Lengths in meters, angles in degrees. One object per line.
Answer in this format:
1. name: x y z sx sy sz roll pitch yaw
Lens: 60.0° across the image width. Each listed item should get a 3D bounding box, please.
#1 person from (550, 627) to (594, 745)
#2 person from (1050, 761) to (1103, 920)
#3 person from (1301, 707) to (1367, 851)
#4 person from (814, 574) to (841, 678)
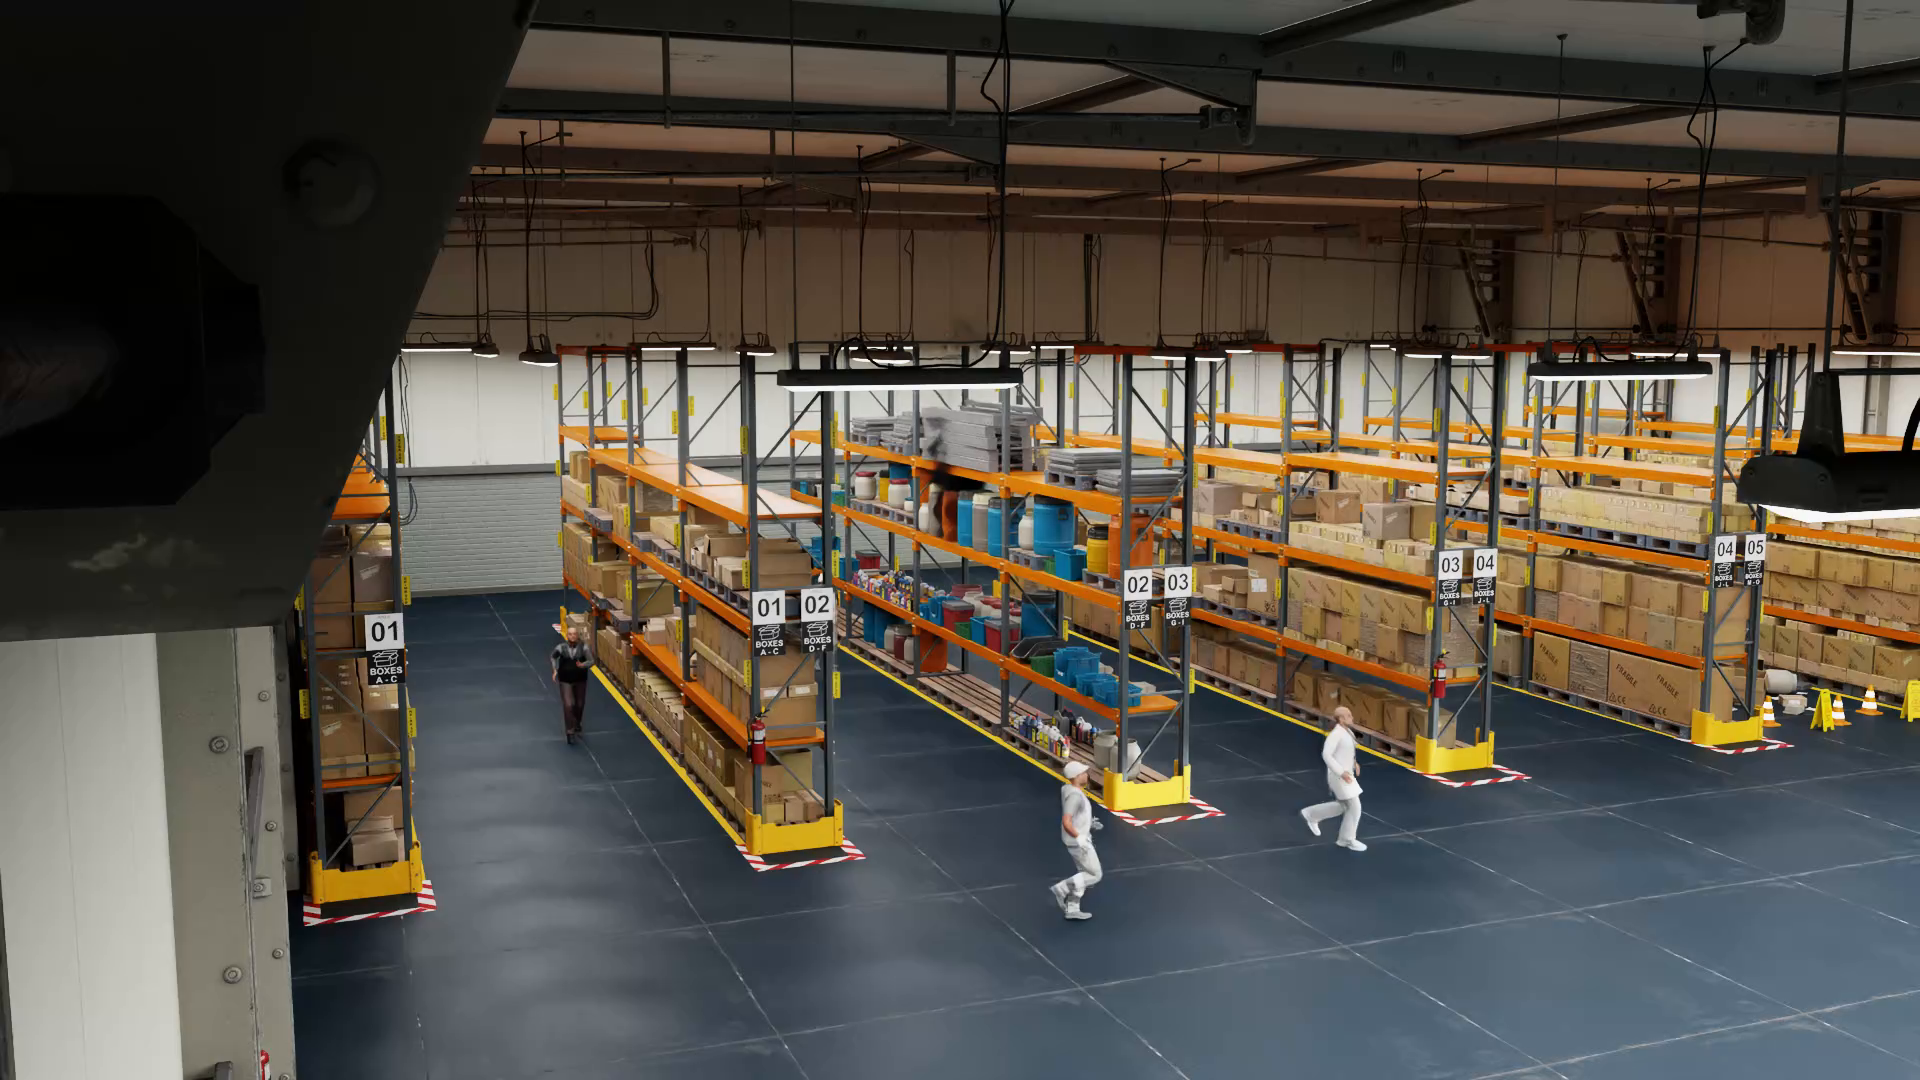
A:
1. person: -5.955 2.205 25.604 0.645 1.734 0.904 -3 8 -20
2. person: 1.255 3.219 17.824 0.597 1.740 0.657 0 7 -4
3. person: 4.593 2.896 20.365 0.822 1.754 0.732 3 8 19
4. person: -2.407 1.488 29.351 0.642 1.827 0.790 -4 8 -28
